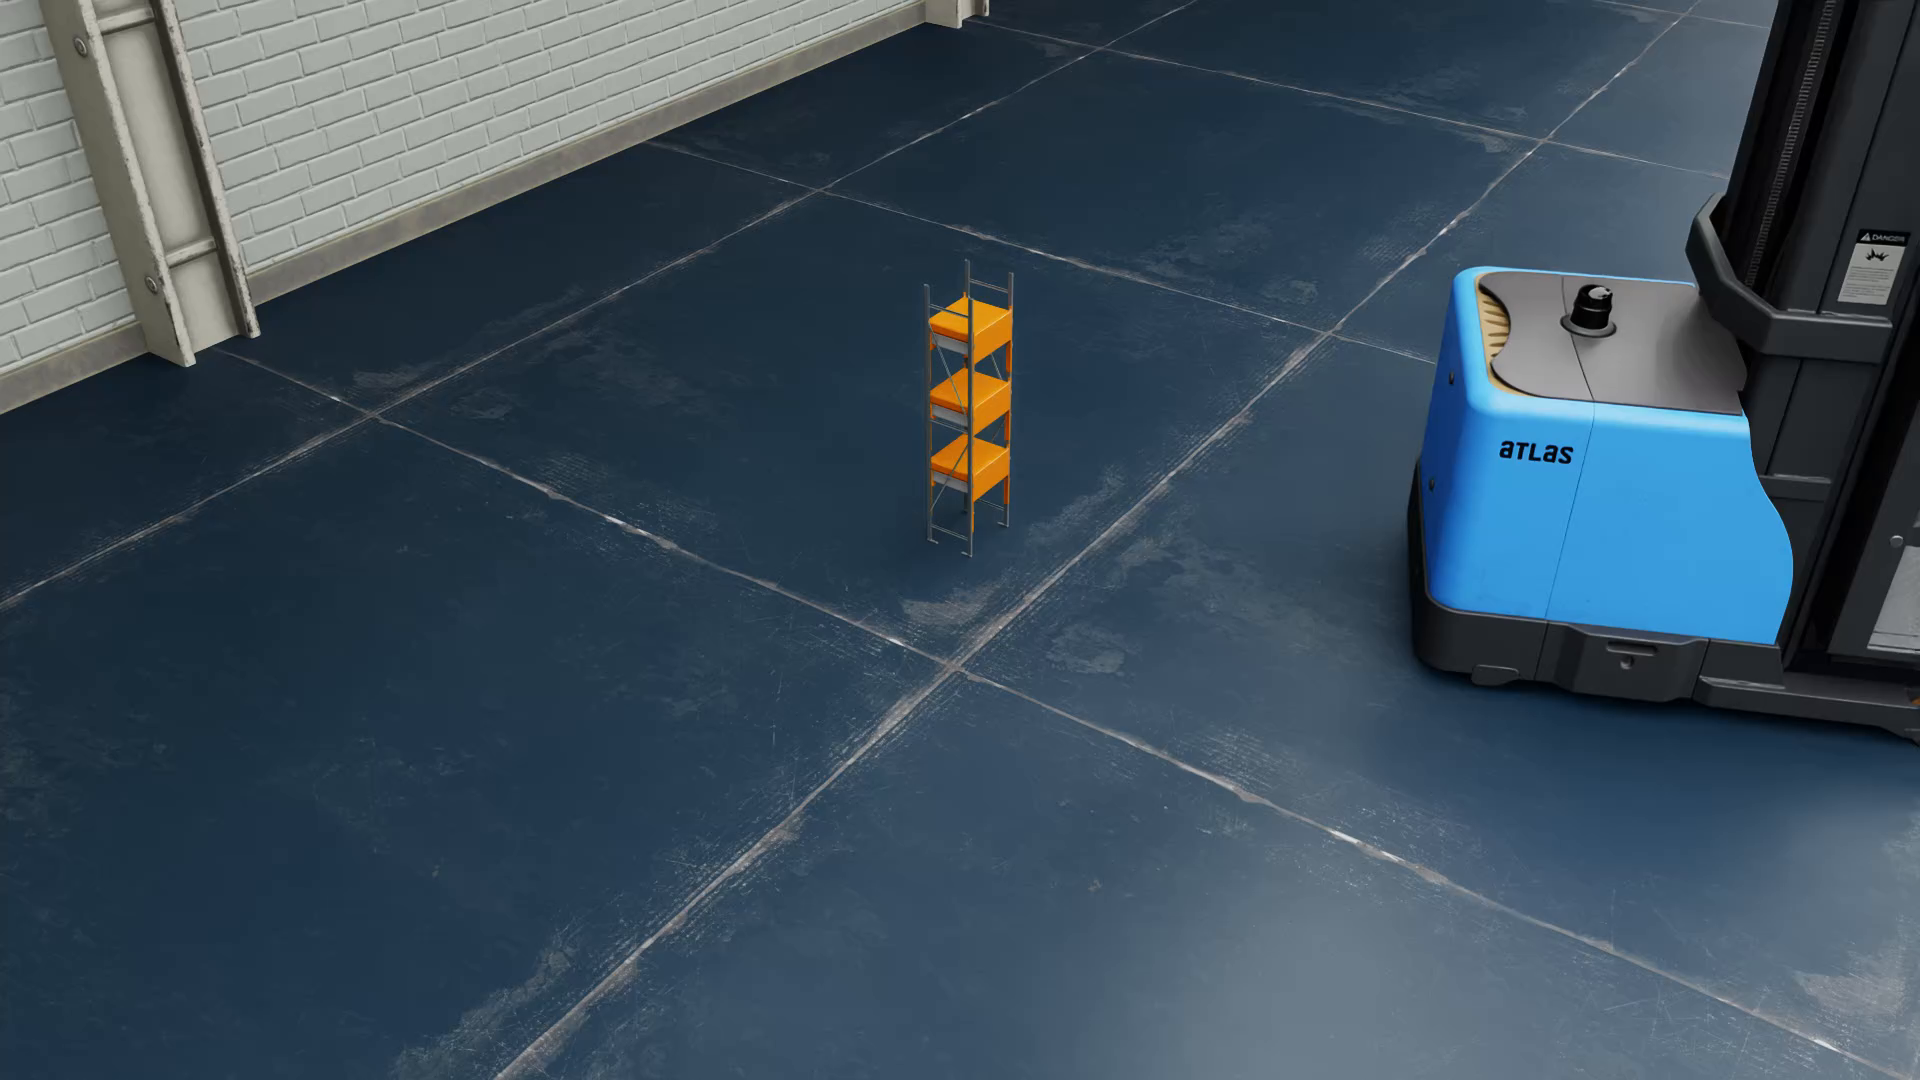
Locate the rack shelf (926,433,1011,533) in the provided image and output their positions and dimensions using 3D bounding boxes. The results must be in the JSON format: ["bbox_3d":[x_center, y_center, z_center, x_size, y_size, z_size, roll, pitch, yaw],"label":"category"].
[{"bbox_3d":[0.031,-0.221,6.154,0.215,0.259,0.240,21,39,28],"label":"rack shelf"}]

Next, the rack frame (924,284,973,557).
[{"bbox_3d":[-0.039,-0.403,5.909,0.200,1.050,0.008,21,39,28],"label":"rack frame"}]

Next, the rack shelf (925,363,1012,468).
[{"bbox_3d":[0.031,-0.451,5.998,0.215,0.259,0.240,21,39,28],"label":"rack shelf"}]

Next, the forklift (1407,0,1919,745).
[{"bbox_3d":[3.092,-0.860,4.906,3.031,2.935,1.130,6,35,9],"label":"forklift"}]

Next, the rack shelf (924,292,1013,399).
[{"bbox_3d":[0.031,-0.686,5.839,0.215,0.259,0.240,21,39,28],"label":"rack shelf"}]

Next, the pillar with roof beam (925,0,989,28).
[{"bbox_3d":[3.506,-6.020,7.118,9.100,9.000,0.400,21,39,28],"label":"pillar with roof beam"}]

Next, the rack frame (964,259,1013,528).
[{"bbox_3d":[0.100,-0.516,6.075,0.200,1.050,0.008,21,39,28],"label":"rack frame"}]

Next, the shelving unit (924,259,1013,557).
[{"bbox_3d":[0.031,-0.460,5.992,0.215,1.050,0.252,21,39,28],"label":"shelving unit"}]

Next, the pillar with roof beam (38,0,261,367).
[{"bbox_3d":[0.085,-3.258,3.035,9.100,9.000,0.400,21,39,28],"label":"pillar with roof beam"}]
